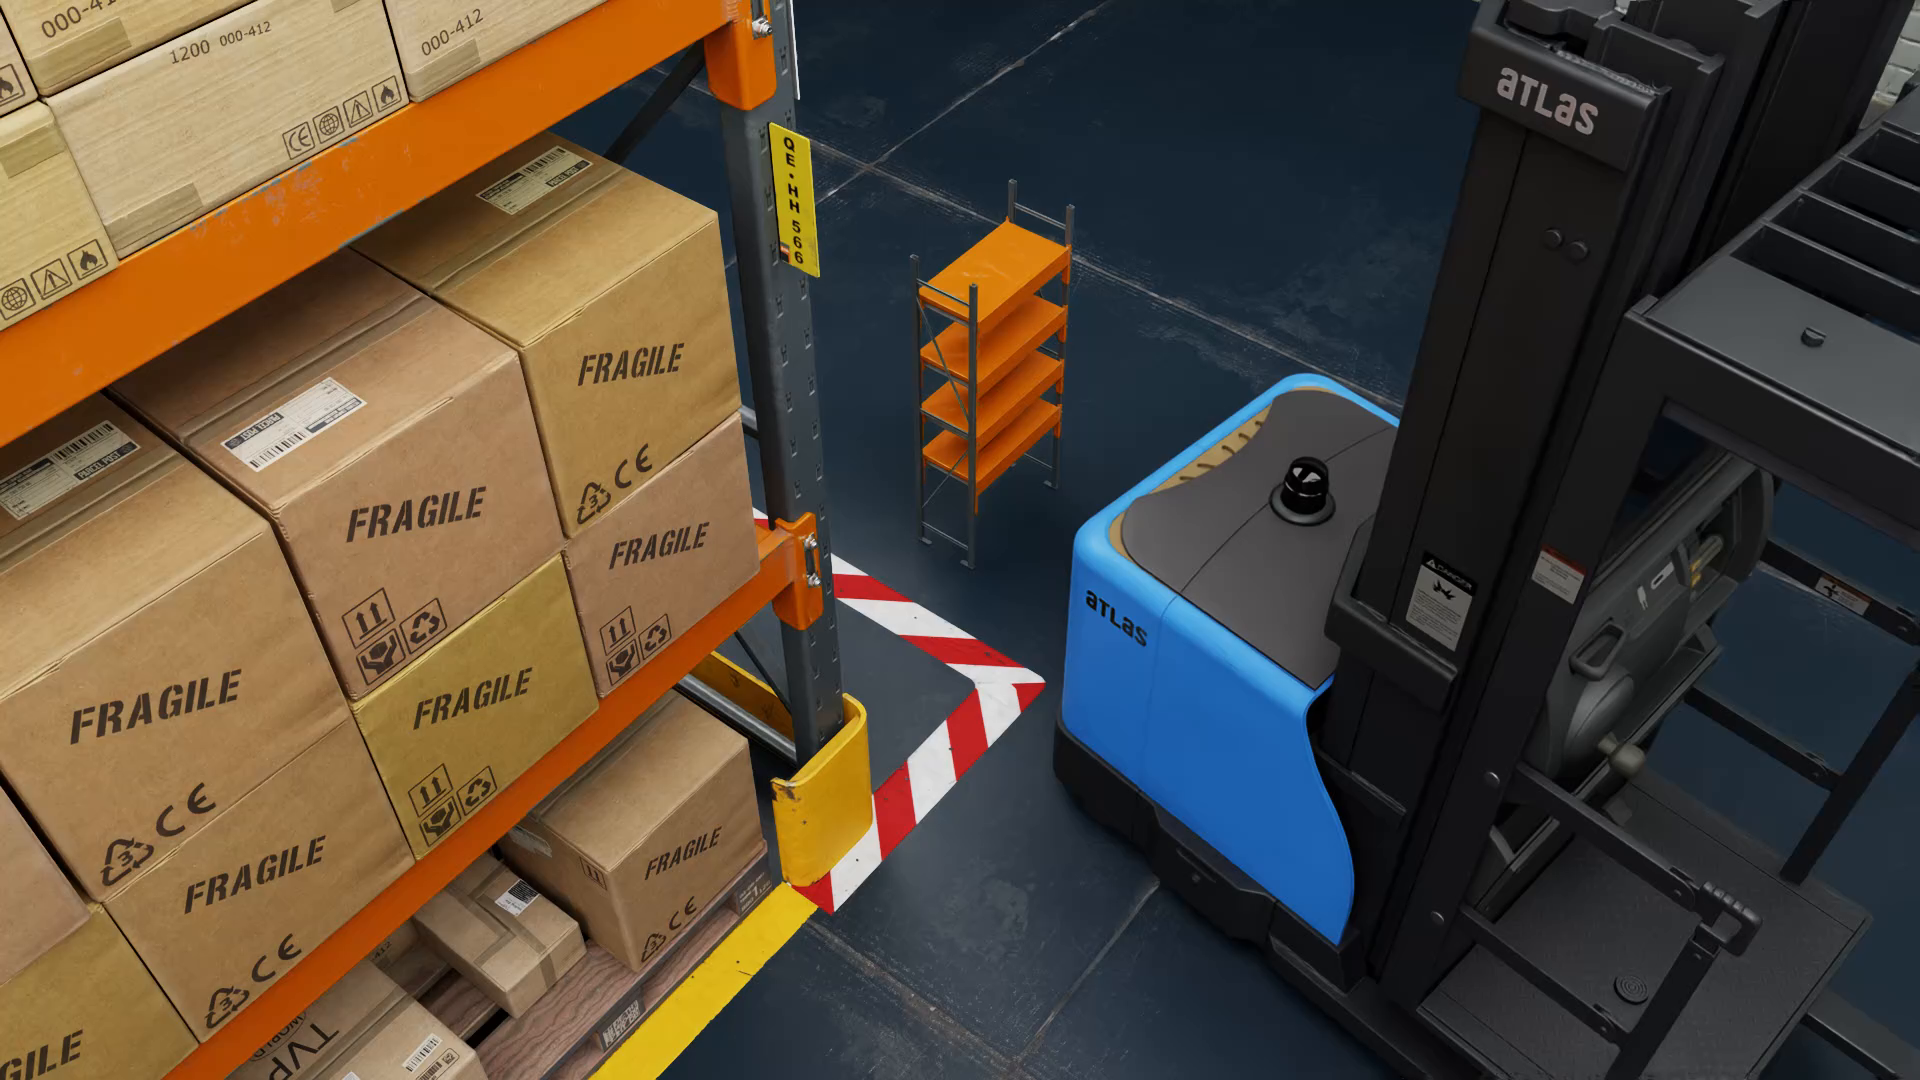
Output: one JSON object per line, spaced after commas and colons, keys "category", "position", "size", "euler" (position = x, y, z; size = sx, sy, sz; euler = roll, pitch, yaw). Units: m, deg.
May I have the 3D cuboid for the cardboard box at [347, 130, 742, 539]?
{"category": "cardboard box", "position": [-0.808, -0.420, 3.317], "size": [0.500, 0.500, 0.500], "euler": [29, 53, 25]}

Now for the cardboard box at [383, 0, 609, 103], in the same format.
{"category": "cardboard box", "position": [-0.859, -0.991, 2.651], "size": [0.500, 0.250, 0.500], "euler": [29, 53, 25]}

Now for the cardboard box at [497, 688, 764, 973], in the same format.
{"category": "cardboard box", "position": [-0.891, 0.715, 4.417], "size": [0.500, 0.500, 0.500], "euler": [29, 53, 25]}

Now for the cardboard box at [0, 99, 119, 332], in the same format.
{"category": "cardboard box", "position": [-1.469, -0.417, 2.104], "size": [0.500, 0.250, 0.500], "euler": [29, 53, 25]}

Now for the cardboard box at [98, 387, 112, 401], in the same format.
{"category": "cardboard box", "position": [-1.547, -0.357, 3.256], "size": [0.500, 0.500, 0.500], "euler": [30, 53, 25]}

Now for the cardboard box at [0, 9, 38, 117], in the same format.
{"category": "cardboard box", "position": [-1.480, -0.596, 1.929], "size": [0.500, 0.250, 0.500], "euler": [29, 53, 25]}

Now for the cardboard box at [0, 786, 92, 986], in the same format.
{"category": "cardboard box", "position": [-1.744, 0.462, 2.474], "size": [0.500, 0.500, 0.500], "euler": [31, 54, 26]}

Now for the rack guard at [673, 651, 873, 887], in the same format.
{"category": "rack guard", "position": [-0.800, 0.490, 4.936], "size": [1.175, 0.500, 0.348], "euler": [29, 53, 25]}

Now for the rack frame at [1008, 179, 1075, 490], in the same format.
{"category": "rack frame", "position": [0.250, -0.649, 5.540], "size": [0.240, 1.200, 0.015], "euler": [29, 53, 25]}

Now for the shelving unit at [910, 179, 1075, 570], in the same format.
{"category": "shelving unit", "position": [0.101, -0.509, 5.407], "size": [0.258, 1.200, 0.503], "euler": [29, 53, 25]}

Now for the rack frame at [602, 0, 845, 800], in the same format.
{"category": "rack frame", "position": [-0.754, -0.417, 4.074], "size": [1.000, 3.000, 0.127], "euler": [29, 53, 25]}

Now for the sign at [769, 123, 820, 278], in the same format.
{"category": "sign", "position": [-0.327, -0.669, 3.295], "size": [0.100, 0.325, 0.005], "euler": [29, 53, 25]}

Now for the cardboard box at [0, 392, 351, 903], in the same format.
{"category": "cardboard box", "position": [-1.430, 0.168, 2.755], "size": [0.500, 0.500, 0.500], "euler": [31, 54, 26]}

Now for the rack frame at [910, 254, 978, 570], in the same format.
{"category": "rack frame", "position": [-0.048, -0.370, 5.273], "size": [0.240, 1.200, 0.015], "euler": [29, 53, 25]}

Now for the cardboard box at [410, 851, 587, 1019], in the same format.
{"category": "cardboard box", "position": [-1.210, 1.022, 4.354], "size": [0.380, 0.166, 0.250], "euler": [29, 53, 25]}

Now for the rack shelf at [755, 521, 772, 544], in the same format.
{"category": "rack shelf", "position": [-1.976, 0.909, 3.170], "size": [0.919, 0.124, 3.809], "euler": [29, 53, 25]}

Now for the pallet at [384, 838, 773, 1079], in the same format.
{"category": "pallet", "position": [-1.287, 1.047, 4.604], "size": [1.003, 0.211, 1.213], "euler": [29, 53, 25]}

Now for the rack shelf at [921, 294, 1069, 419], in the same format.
{"category": "rack shelf", "position": [0.101, -0.617, 5.294], "size": [0.258, 0.148, 0.480], "euler": [29, 53, 25]}

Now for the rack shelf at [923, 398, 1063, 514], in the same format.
{"category": "rack shelf", "position": [0.101, -0.326, 5.599], "size": [0.258, 0.148, 0.480], "euler": [29, 53, 25]}

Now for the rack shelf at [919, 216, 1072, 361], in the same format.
{"category": "rack shelf", "position": [0.101, -0.781, 5.122], "size": [0.258, 0.148, 0.480], "euler": [29, 53, 25]}

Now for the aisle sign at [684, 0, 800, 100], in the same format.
{"category": "aisle sign", "position": [-0.470, -1.218, 3.042], "size": [0.394, 0.787, 0.004], "euler": [29, 53, 25]}

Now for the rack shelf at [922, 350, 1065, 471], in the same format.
{"category": "rack shelf", "position": [0.101, -0.463, 5.455], "size": [0.258, 0.148, 0.480], "euler": [29, 53, 25]}

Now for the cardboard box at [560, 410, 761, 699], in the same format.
{"category": "cardboard box", "position": [-0.812, -0.075, 3.678], "size": [0.500, 0.500, 0.500], "euler": [31, 54, 26]}

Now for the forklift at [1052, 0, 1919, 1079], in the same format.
{"category": "forklift", "position": [1.662, 0.237, 3.497], "size": [1.130, 2.935, 3.031], "euler": [-35, 55, -29]}

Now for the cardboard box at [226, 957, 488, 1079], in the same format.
{"category": "cardboard box", "position": [-1.496, 1.331, 4.001], "size": [0.500, 0.250, 0.500], "euler": [29, 53, 25]}

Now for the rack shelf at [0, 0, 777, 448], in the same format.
{"category": "rack shelf", "position": [-1.976, -0.060, 2.156], "size": [1.077, 0.370, 4.000], "euler": [29, 53, 25]}

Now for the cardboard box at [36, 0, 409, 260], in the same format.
{"category": "cardboard box", "position": [-1.173, -0.709, 2.382], "size": [0.500, 0.250, 0.500], "euler": [29, 53, 25]}

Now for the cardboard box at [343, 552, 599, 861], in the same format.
{"category": "cardboard box", "position": [-1.127, 0.224, 3.393], "size": [0.500, 0.500, 0.500], "euler": [30, 53, 25]}
